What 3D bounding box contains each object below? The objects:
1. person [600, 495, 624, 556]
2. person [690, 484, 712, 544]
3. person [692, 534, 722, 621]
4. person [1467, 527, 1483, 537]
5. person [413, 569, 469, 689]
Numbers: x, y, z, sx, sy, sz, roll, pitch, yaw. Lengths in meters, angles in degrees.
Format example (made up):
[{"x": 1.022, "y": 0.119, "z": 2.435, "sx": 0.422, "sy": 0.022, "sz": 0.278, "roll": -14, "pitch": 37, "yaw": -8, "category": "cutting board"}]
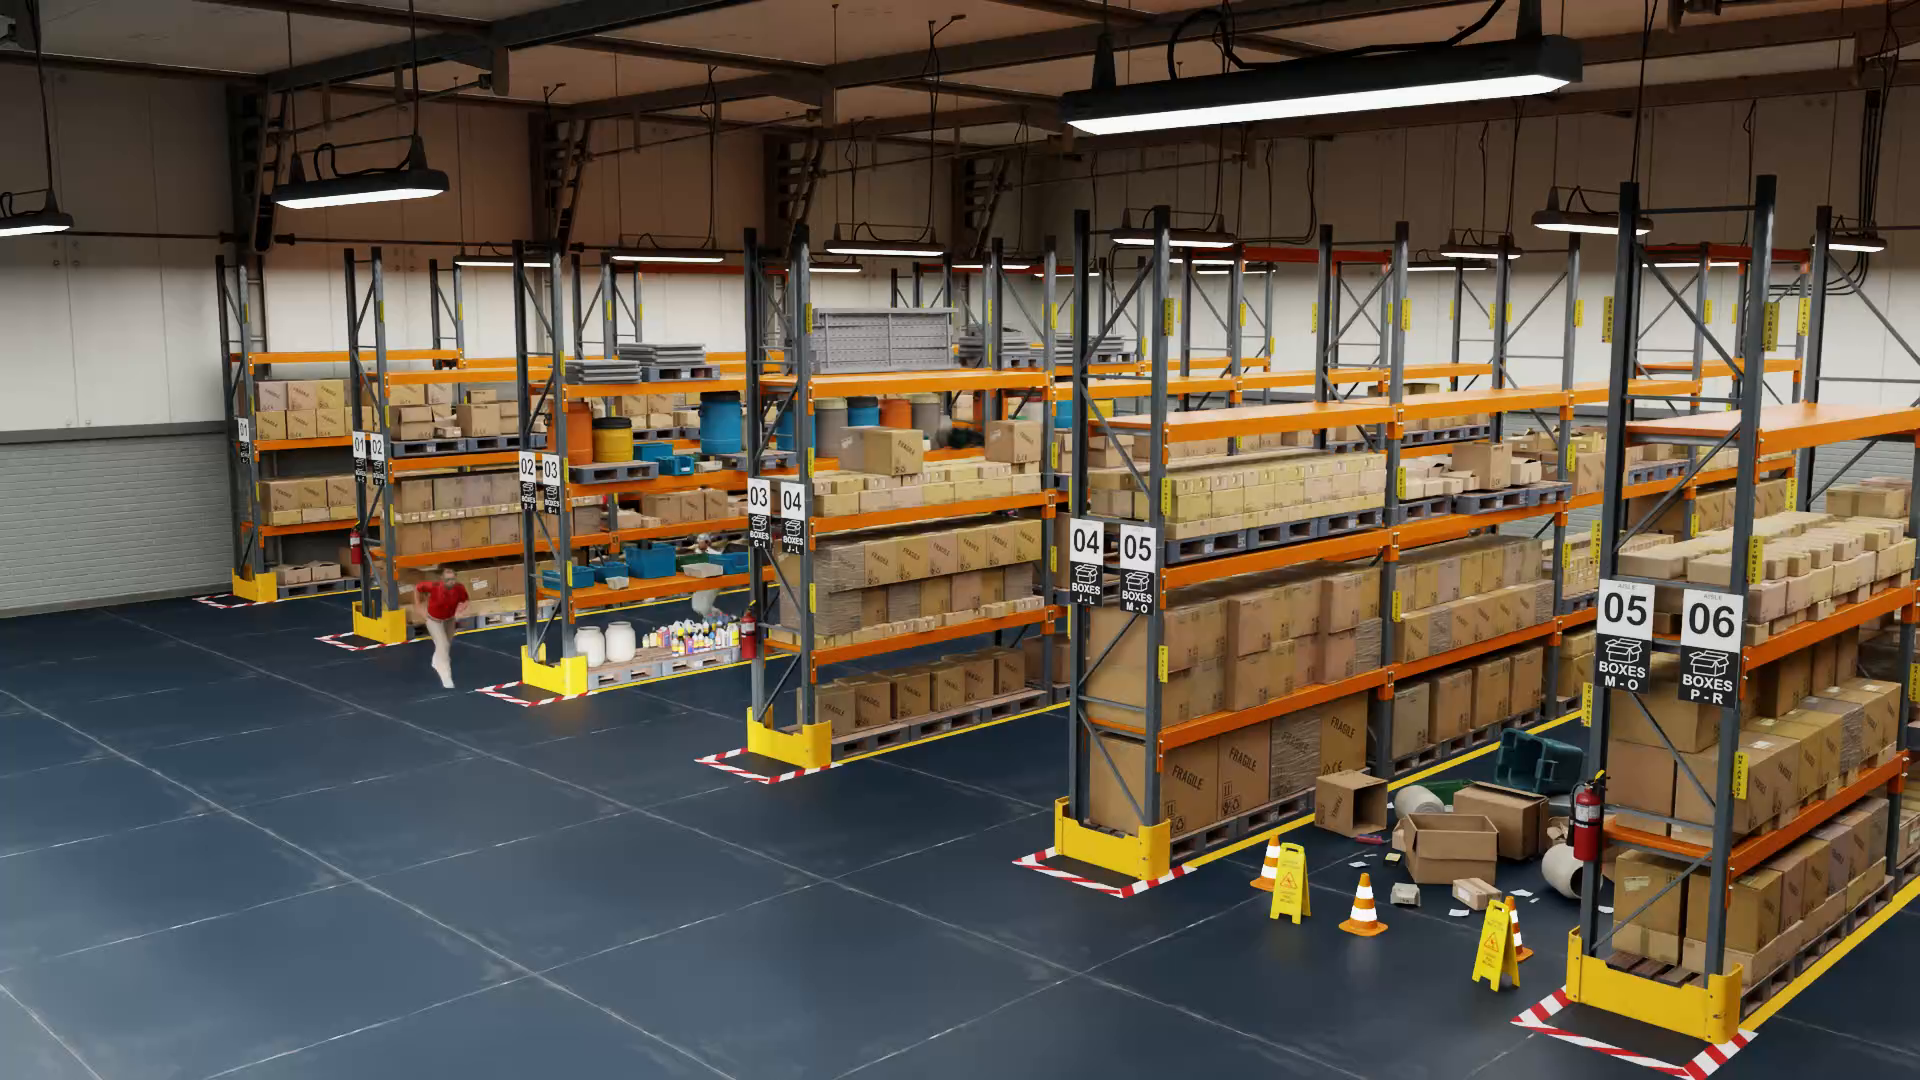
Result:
[{"x": -6.729, "y": -0.125, "z": 31.948, "sx": 0.671, "sy": 1.583, "sz": 1.016, "roll": 2, "pitch": 8, "yaw": 14, "category": "person"}, {"x": -5.192, "y": -0.451, "z": 33.533, "sx": 0.663, "sy": 1.741, "sz": 0.565, "roll": 5, "pitch": 10, "yaw": 31, "category": "person"}, {"x": -3.947, "y": 0.692, "z": 26.112, "sx": 0.602, "sy": 1.616, "sz": 0.562, "roll": 6, "pitch": 10, "yaw": 37, "category": "person"}, {"x": 8.559, "y": 0.526, "z": 27.287, "sx": 0.799, "sy": 1.615, "sz": 0.760, "roll": -3, "pitch": 9, "yaw": -22, "category": "person"}, {"x": -7.092, "y": 1.189, "z": 22.710, "sx": 0.708, "sy": 1.698, "sz": 1.008, "roll": -6, "pitch": 10, "yaw": -34, "category": "person"}]
